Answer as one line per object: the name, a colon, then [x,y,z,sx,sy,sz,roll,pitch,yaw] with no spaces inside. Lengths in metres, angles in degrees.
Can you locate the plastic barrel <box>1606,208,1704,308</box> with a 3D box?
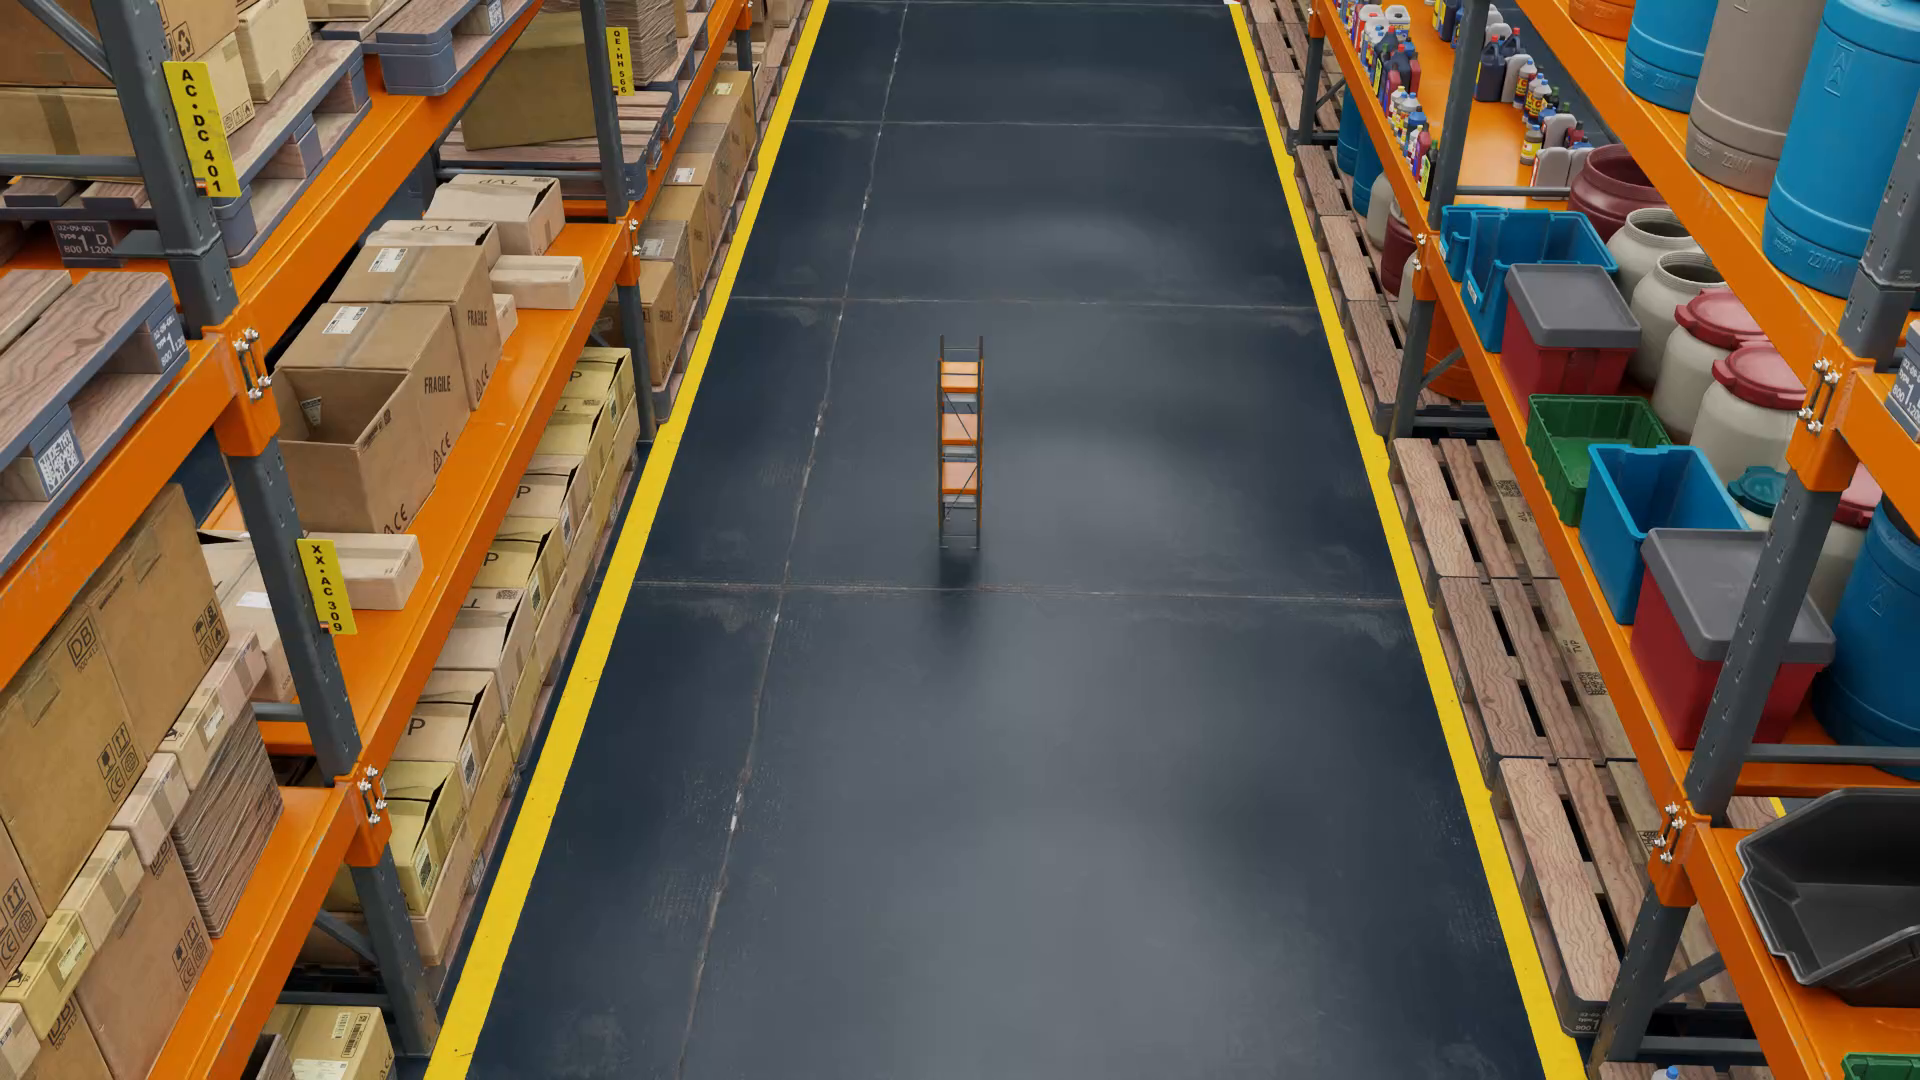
plastic barrel: [2.966,-1.124,7.143,0.421,0.512,0.421,0,35,0]

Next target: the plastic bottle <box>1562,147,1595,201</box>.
plastic bottle: [3.134,-1.864,8.402,0.152,0.276,0.135,1,35,2]

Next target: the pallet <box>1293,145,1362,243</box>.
pallet: [2.882,-2.389,11.466,1.003,0.211,1.213,1,35,2]

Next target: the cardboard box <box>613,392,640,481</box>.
cardboard box: [-1.933,-0.530,8.421,0.500,0.250,0.500,2,35,3]

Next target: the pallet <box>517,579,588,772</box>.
pallet: [-2.279,0.521,7.324,1.003,0.211,1.213,1,35,2]

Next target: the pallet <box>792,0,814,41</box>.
pallet: [-1.868,-4.744,14.817,1.003,0.211,1.213,1,35,2]

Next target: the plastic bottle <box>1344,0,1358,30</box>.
plastic bottle: [2.509,-3.386,10.571,0.097,0.271,0.097,0,35,0]

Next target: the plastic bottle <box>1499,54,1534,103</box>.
plastic bottle: [3.190,-2.661,9.536,0.152,0.276,0.135,1,35,2]

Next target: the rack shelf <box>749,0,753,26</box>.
rack shelf: [-1.914,-4.943,13.301,1.077,0.370,4.000,1,35,2]

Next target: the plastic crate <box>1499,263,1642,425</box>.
plastic crate: [2.423,-0.779,6.694,0.402,0.464,0.583,1,35,2]

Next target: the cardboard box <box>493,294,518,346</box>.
cardboard box: [-2.150,-0.954,7.217,0.380,0.149,0.250,4,35,5]

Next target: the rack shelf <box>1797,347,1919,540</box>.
rack shelf: [2.553,0.840,2.463,1.077,0.370,4.000,1,35,2]

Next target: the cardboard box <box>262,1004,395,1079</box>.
cardboard box: [-2.116,1.732,5.203,0.500,0.250,0.500,1,35,2]

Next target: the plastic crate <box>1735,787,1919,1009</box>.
plastic crate: [2.485,0.947,4.347,0.767,0.338,0.504,1,35,2]

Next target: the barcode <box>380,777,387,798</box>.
barcode: [-1.890,0.820,5.430,0.001,0.075,0.075,1,35,2]

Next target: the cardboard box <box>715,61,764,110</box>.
cardboard box: [-1.762,-3.405,12.442,0.500,0.311,0.500,1,35,2]

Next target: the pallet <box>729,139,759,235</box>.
pallet: [-1.989,-2.480,11.595,1.003,0.211,1.213,1,35,2]

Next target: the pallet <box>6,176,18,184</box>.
pallet: [-6.900,-2.615,11.787,1.003,0.211,1.213,1,35,2]

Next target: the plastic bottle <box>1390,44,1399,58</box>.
plastic bottle: [2.503,-2.707,9.594,0.061,0.283,0.133,1,35,2]

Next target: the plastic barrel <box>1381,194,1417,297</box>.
plastic barrel: [2.842,-1.790,9.920,0.600,0.588,0.708,1,35,2]

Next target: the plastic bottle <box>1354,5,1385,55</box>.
plastic bottle: [2.518,-3.132,10.206,0.152,0.276,0.135,1,35,2]

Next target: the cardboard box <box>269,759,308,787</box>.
cardboard box: [-2.586,0.992,5.768,0.500,0.311,0.500,1,35,2]

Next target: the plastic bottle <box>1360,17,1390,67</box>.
plastic bottle: [2.509,-2.999,10.017,0.152,0.276,0.135,1,35,2]

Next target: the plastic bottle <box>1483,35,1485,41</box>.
plastic bottle: [3.087,-2.968,9.976,0.097,0.271,0.097,0,35,0]

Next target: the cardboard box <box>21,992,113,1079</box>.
cardboard box: [-2.366,1.313,3.686,0.700,0.500,0.500,2,35,3]

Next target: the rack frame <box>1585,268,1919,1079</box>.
rack frame: [2.633,0.624,4.753,1.000,3.000,0.127,1,35,2]

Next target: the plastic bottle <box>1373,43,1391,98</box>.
plastic bottle: [2.443,-2.708,9.596,0.061,0.283,0.133,1,35,2]

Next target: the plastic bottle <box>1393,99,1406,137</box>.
plastic bottle: [2.436,-2.313,9.105,0.097,0.201,0.097,0,35,0]

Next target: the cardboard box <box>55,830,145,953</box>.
cardboard box: [-2.142,0.806,3.844,0.380,0.149,0.250,1,35,2]

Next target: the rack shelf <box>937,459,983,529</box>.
rack shelf: [0.002,-0.224,8.158,0.215,0.259,0.240,1,35,2]

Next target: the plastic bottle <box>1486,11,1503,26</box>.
plastic bottle: [3.221,-3.111,10.175,0.152,0.276,0.135,1,35,2]

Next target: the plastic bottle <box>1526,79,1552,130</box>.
plastic bottle: [3.200,-2.404,9.173,0.097,0.271,0.097,0,35,0]

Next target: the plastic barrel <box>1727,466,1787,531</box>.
plastic barrel: [2.840,-0.076,5.870,0.301,0.262,0.301,0,35,0]

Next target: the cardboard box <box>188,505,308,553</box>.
cardboard box: [-2.464,0.053,5.683,0.396,0.266,0.258,1,35,1]

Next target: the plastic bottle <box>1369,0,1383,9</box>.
plastic bottle: [2.666,-3.431,10.697,0.097,0.201,0.097,0,35,0]

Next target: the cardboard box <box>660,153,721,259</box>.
cardboard box: [-1.795,-2.092,10.409,0.500,0.500,0.500,0,35,0]

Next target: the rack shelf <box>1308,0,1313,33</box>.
rack shelf: [3.035,-4.827,13.135,1.077,0.370,4.000,1,35,2]

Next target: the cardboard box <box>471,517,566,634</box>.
cardboard box: [-1.990,0.116,7.014,0.500,0.311,0.500,2,35,3]

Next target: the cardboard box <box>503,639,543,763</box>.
cardboard box: [-2.012,0.643,6.752,0.500,0.250,0.500,0,35,0]

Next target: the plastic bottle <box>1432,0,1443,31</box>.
plastic bottle: [3.101,-3.420,10.550,0.144,0.351,0.185,1,35,2]

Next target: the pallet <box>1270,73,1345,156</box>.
pallet: [2.945,-3.255,12.697,1.003,0.211,1.213,1,35,2]

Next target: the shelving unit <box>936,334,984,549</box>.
shelving unit: [0.002,-0.460,7.992,0.215,1.050,0.252,1,35,2]

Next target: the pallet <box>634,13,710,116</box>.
pallet: [-2.082,-2.830,9.834,1.003,0.211,1.213,1,35,2]

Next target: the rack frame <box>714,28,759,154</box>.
rack frame: [-1.995,-4.089,11.459,1.000,3.000,0.127,1,35,2]

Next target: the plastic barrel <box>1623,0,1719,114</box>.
plastic barrel: [2.489,-1.857,5.239,0.600,0.901,0.708,1,35,2]

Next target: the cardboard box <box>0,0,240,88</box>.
cardboard box: [-2.252,-1.490,4.266,0.500,0.500,0.500,2,35,2]

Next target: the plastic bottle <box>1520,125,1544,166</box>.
plastic bottle: [3.028,-2.092,8.791,0.097,0.201,0.097,0,35,0]

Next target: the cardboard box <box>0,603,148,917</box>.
cardboard box: [-2.346,0.481,3.741,0.700,0.500,0.500,1,35,2]

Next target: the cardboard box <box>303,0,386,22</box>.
cardboard box: [-2.178,-1.927,5.540,0.500,0.250,0.500,-2,35,-2]

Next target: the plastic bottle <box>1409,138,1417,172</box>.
plastic bottle: [2.416,-2.034,8.708,0.097,0.201,0.097,0,35,0]

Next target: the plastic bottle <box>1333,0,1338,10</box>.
plastic bottle: [2.508,-3.647,10.932,0.061,0.283,0.133,1,35,2]

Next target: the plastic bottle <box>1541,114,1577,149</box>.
plastic bottle: [3.153,-2.130,8.780,0.152,0.276,0.135,1,35,2]

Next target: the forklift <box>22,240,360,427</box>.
forklift: [-4.528,-2.041,8.606,1.130,2.935,3.031,6,36,9]
